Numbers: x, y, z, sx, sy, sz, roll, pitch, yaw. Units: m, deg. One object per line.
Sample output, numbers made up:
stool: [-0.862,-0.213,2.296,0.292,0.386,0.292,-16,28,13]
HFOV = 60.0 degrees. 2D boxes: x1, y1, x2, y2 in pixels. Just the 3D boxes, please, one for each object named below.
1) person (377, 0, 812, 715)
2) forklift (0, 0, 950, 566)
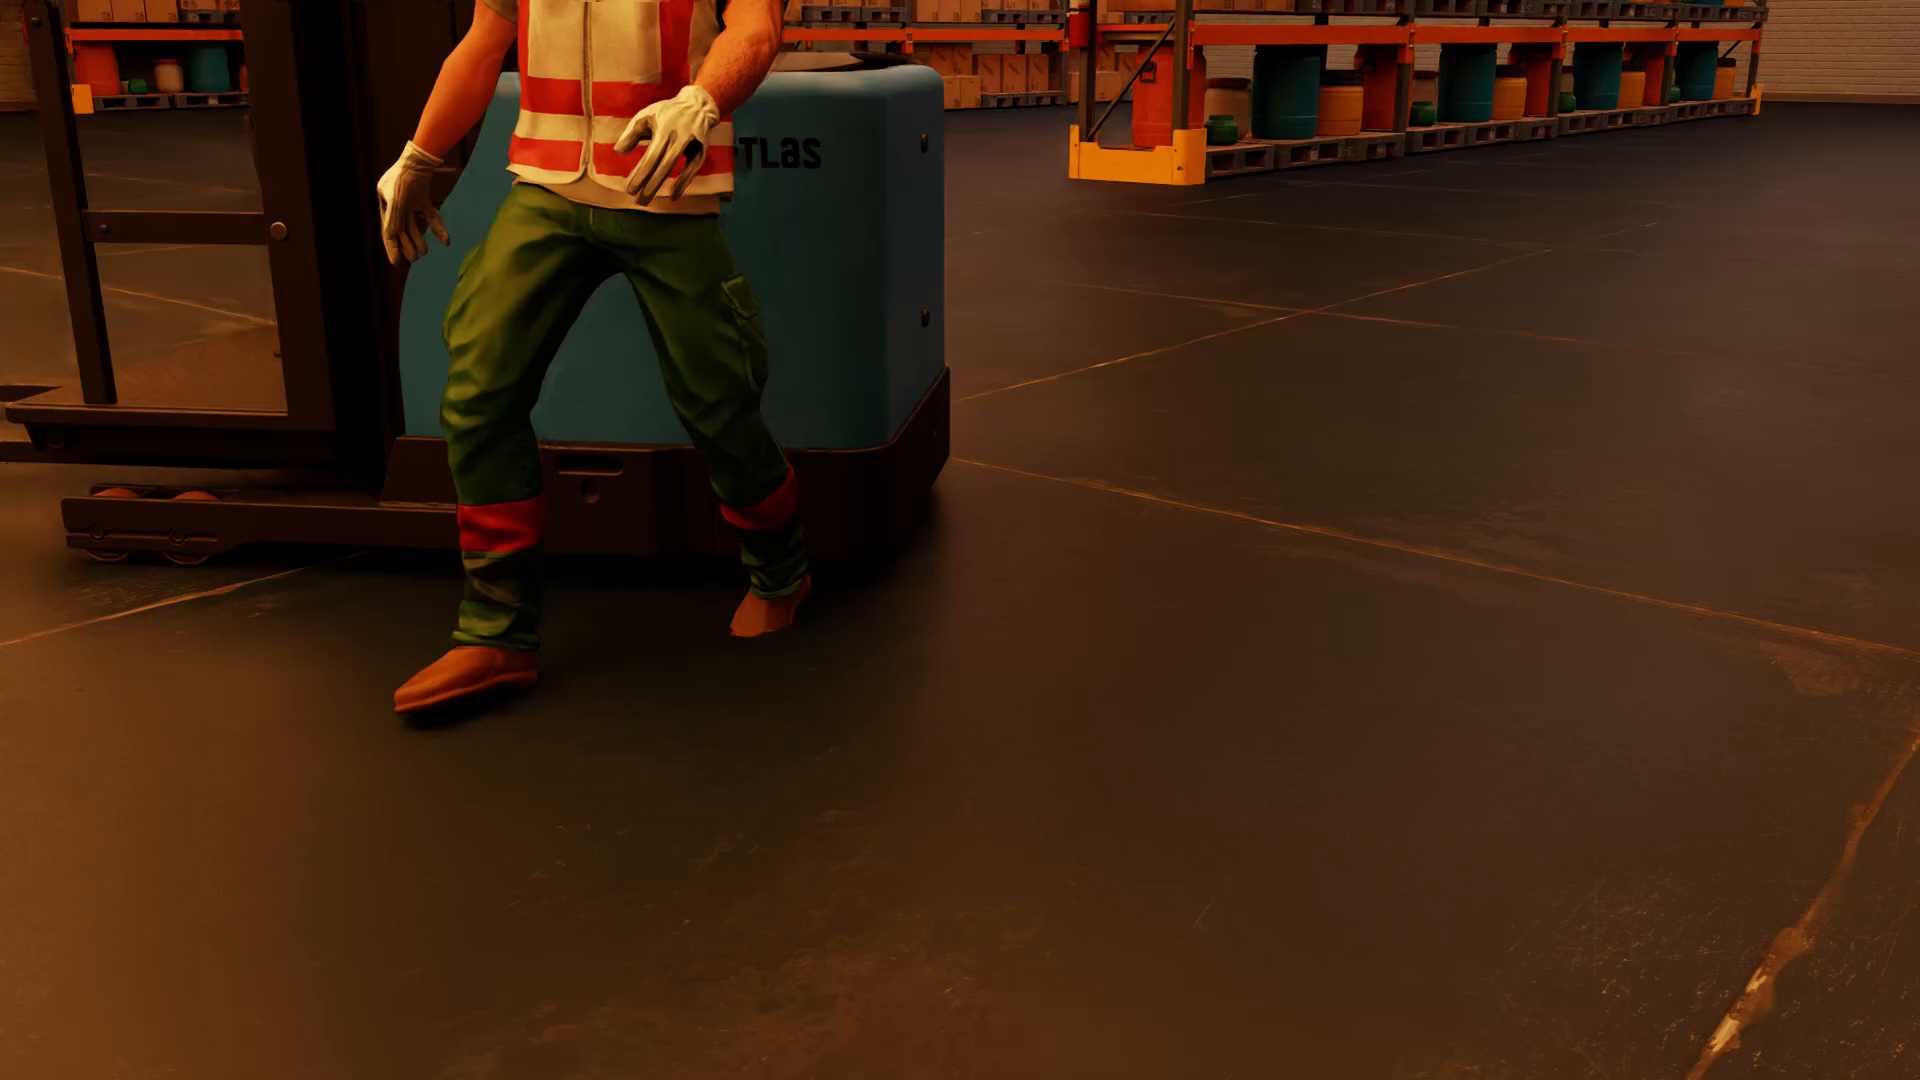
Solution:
person: [-0.681,-0.565,2.932,0.806,1.764,0.838,3,17,10]
forklift: [-1.585,-1.494,3.818,3.031,2.935,1.130,2,17,7]
